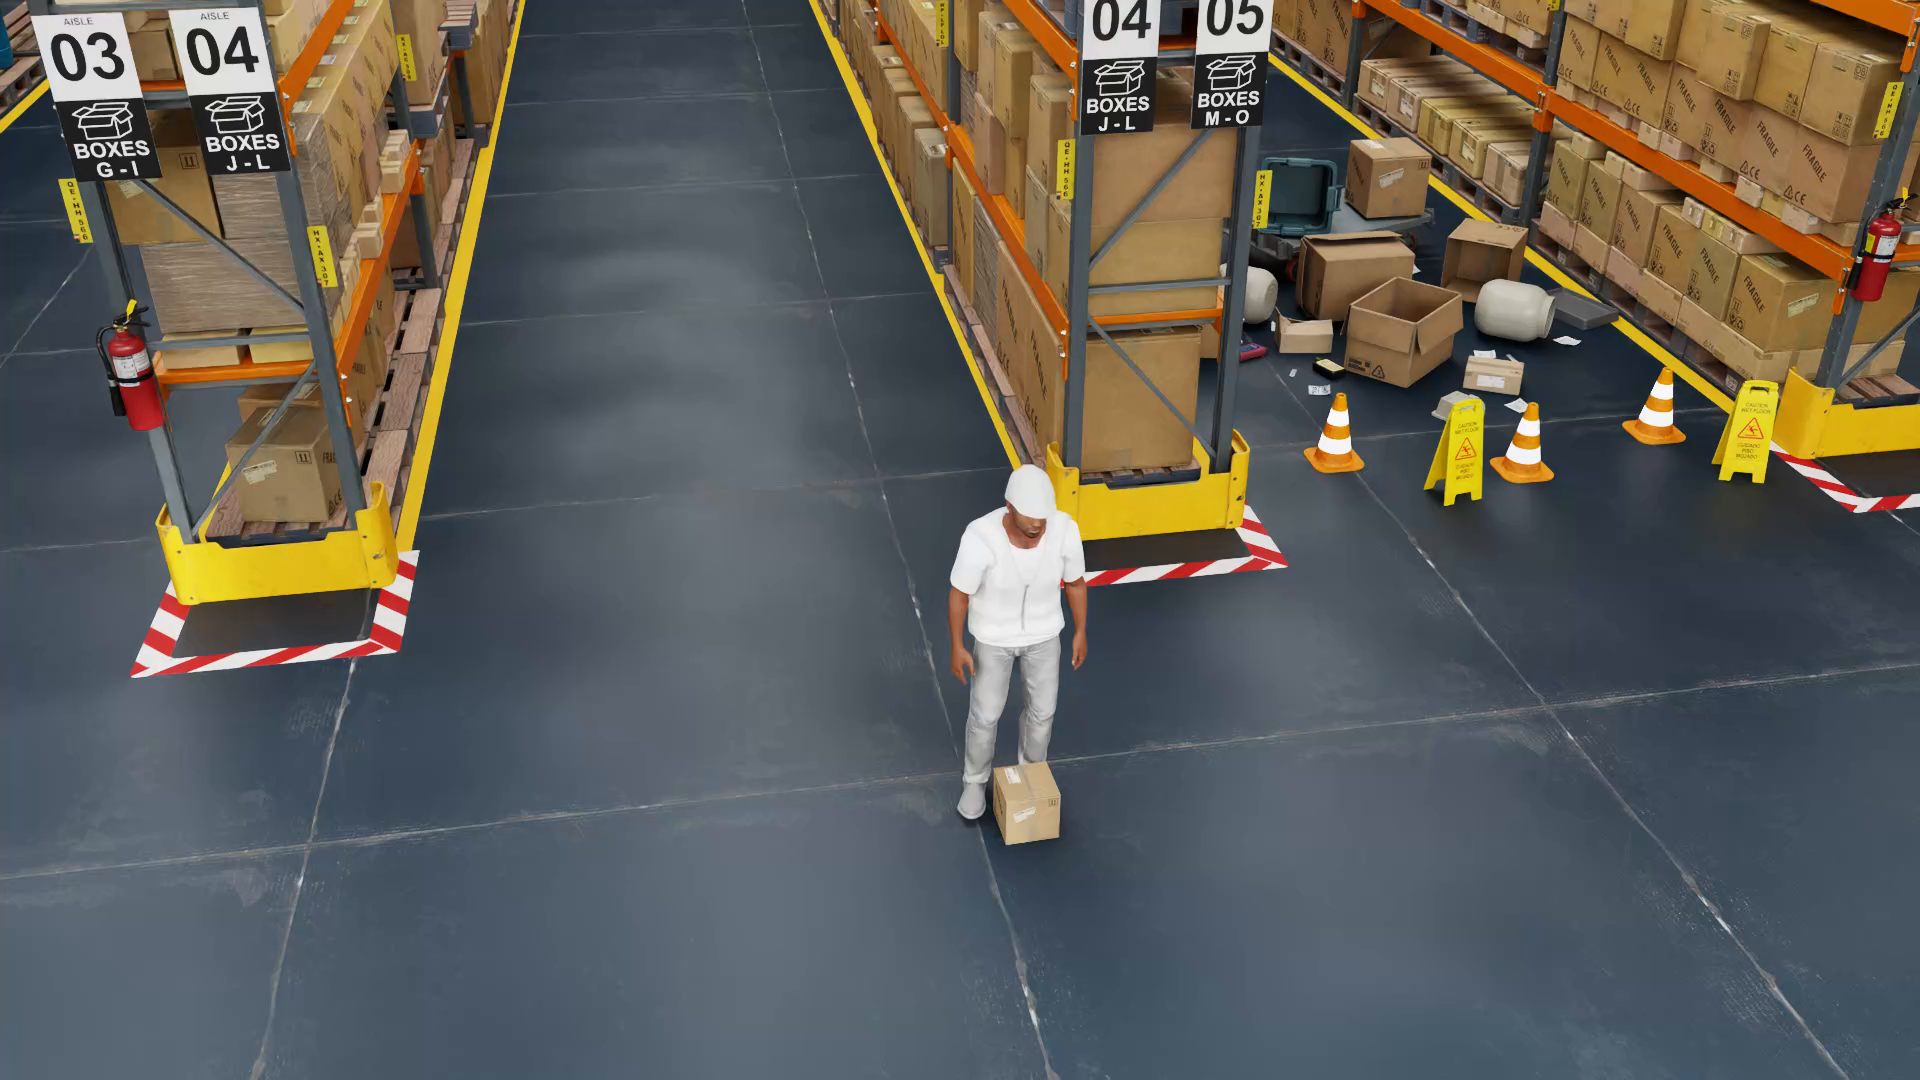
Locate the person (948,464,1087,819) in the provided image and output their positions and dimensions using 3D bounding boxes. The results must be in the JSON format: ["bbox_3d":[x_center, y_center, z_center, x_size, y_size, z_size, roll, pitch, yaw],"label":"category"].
[{"bbox_3d":[0.259,0.437,7.380,0.638,1.757,0.457,-6,31,-11],"label":"person"}]
